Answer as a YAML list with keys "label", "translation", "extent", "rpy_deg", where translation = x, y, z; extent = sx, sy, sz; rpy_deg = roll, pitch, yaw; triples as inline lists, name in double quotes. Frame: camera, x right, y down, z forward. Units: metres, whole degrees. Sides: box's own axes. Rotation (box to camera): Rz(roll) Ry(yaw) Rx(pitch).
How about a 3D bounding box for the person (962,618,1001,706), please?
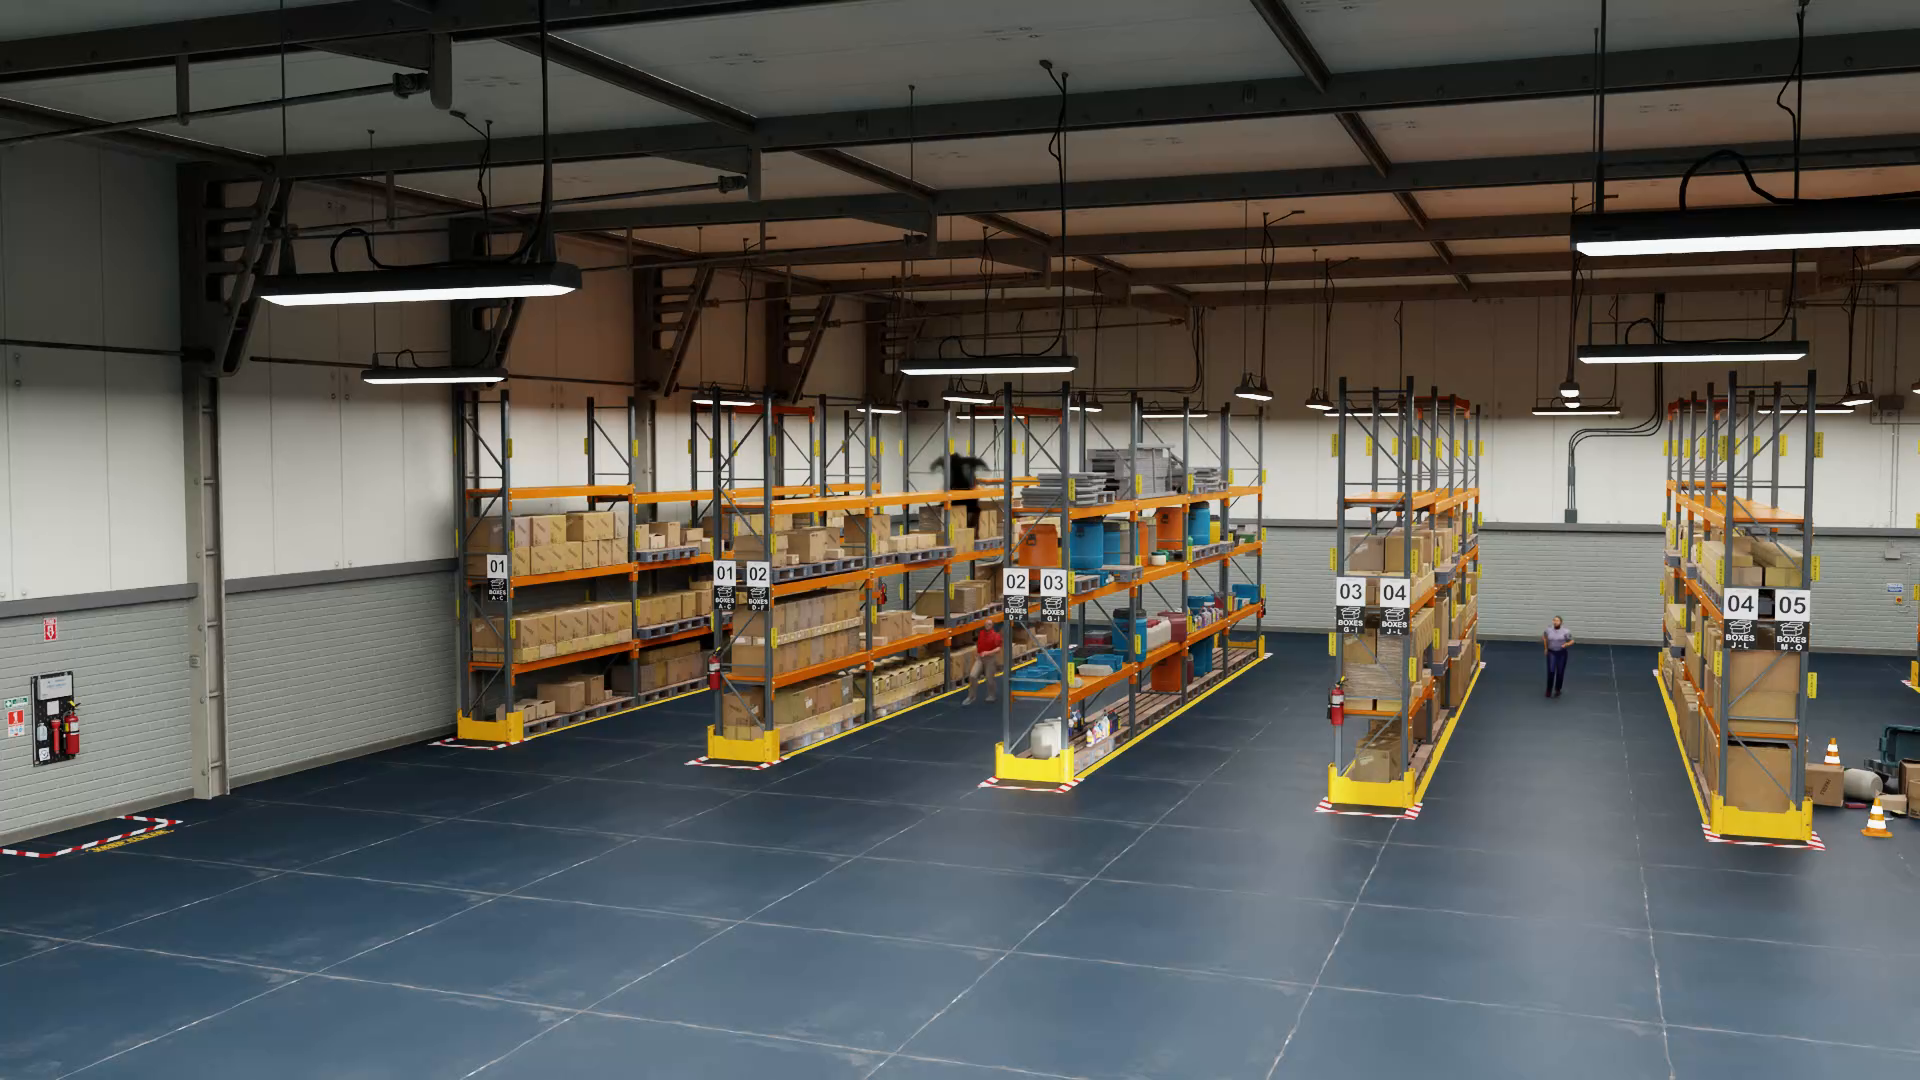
- label: "person"
  translation: [0.505, 2.363, 32.340]
  extent: [0.733, 1.712, 0.845]
  rpy_deg: [2, 4, 30]

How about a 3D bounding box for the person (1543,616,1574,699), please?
- label: "person"
  translation: [12.005, 2.364, 33.371]
  extent: [0.581, 1.668, 0.704]
  rpy_deg: [1, 3, 16]
